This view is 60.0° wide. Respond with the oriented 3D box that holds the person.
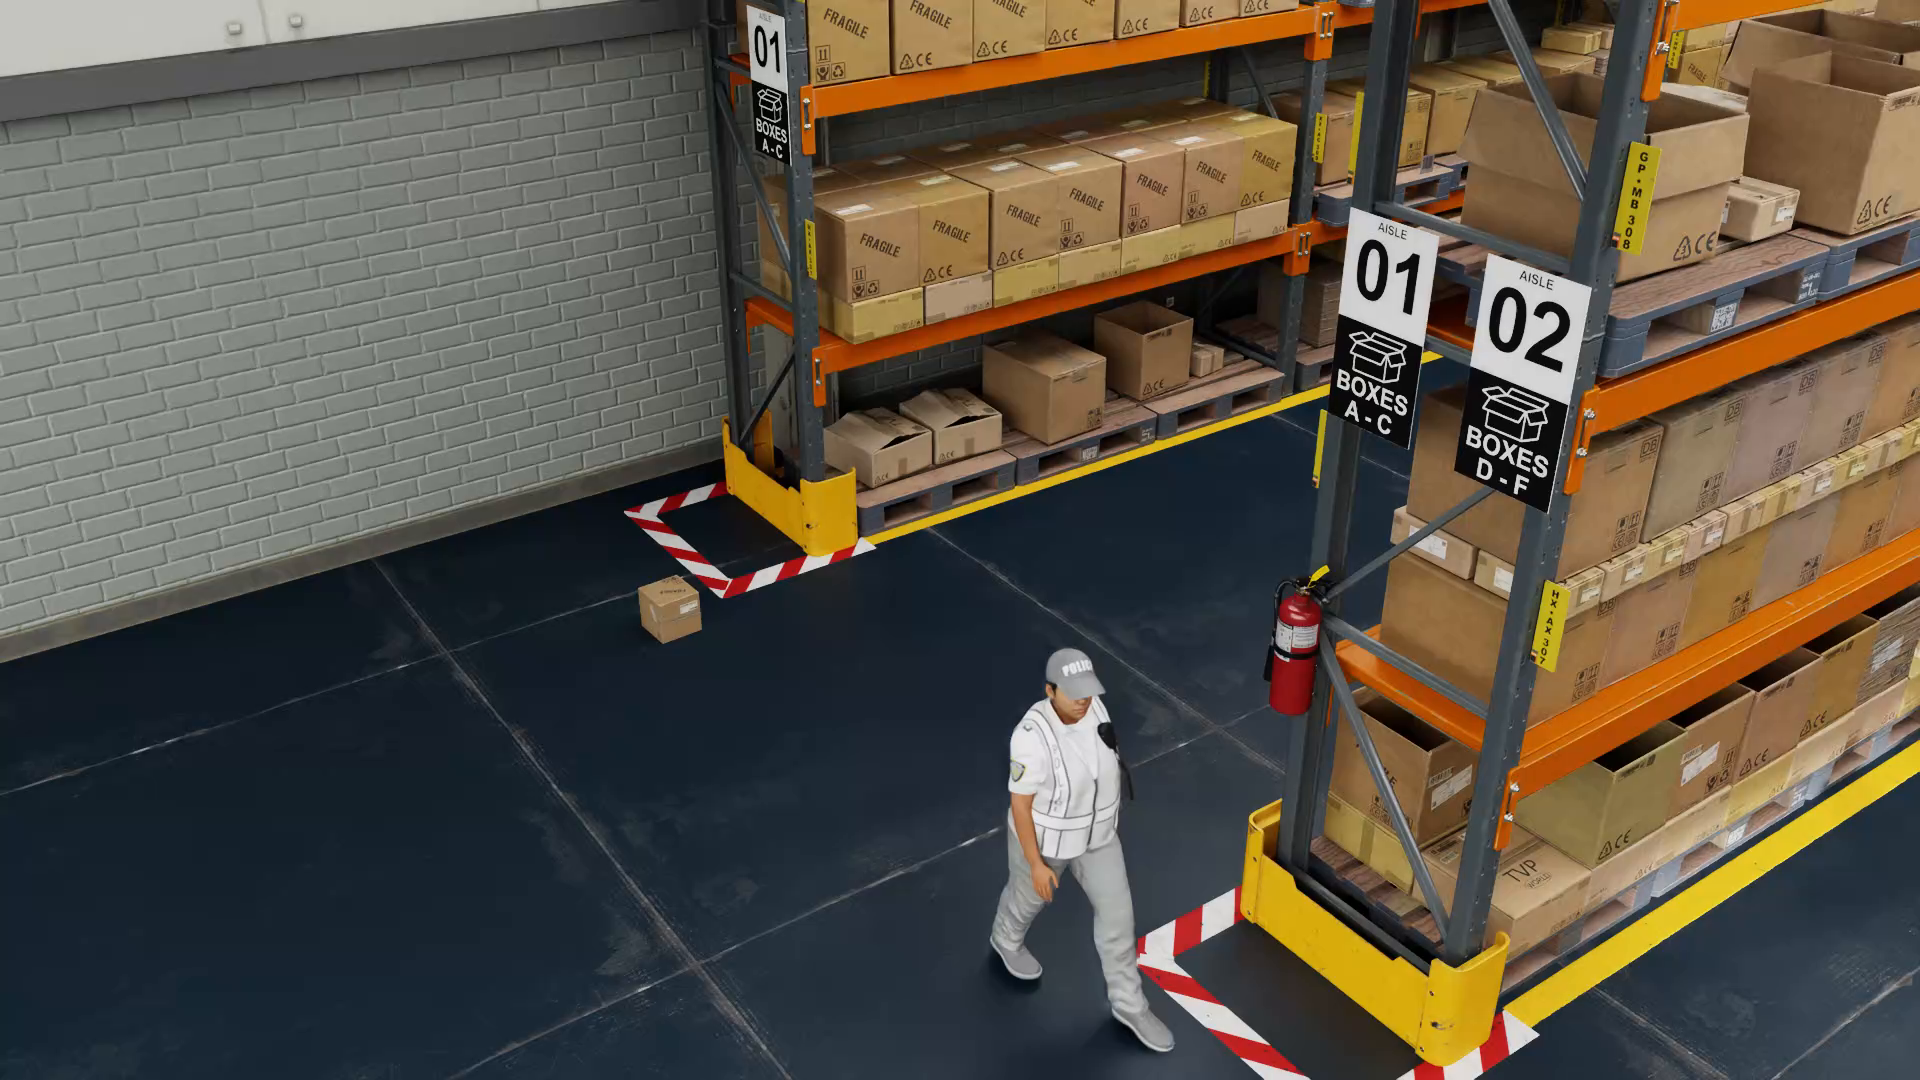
[{"bbox_3d":[0.449,1.181,6.460,0.511,1.641,0.890,-16,33,-27],"label":"person"}]
